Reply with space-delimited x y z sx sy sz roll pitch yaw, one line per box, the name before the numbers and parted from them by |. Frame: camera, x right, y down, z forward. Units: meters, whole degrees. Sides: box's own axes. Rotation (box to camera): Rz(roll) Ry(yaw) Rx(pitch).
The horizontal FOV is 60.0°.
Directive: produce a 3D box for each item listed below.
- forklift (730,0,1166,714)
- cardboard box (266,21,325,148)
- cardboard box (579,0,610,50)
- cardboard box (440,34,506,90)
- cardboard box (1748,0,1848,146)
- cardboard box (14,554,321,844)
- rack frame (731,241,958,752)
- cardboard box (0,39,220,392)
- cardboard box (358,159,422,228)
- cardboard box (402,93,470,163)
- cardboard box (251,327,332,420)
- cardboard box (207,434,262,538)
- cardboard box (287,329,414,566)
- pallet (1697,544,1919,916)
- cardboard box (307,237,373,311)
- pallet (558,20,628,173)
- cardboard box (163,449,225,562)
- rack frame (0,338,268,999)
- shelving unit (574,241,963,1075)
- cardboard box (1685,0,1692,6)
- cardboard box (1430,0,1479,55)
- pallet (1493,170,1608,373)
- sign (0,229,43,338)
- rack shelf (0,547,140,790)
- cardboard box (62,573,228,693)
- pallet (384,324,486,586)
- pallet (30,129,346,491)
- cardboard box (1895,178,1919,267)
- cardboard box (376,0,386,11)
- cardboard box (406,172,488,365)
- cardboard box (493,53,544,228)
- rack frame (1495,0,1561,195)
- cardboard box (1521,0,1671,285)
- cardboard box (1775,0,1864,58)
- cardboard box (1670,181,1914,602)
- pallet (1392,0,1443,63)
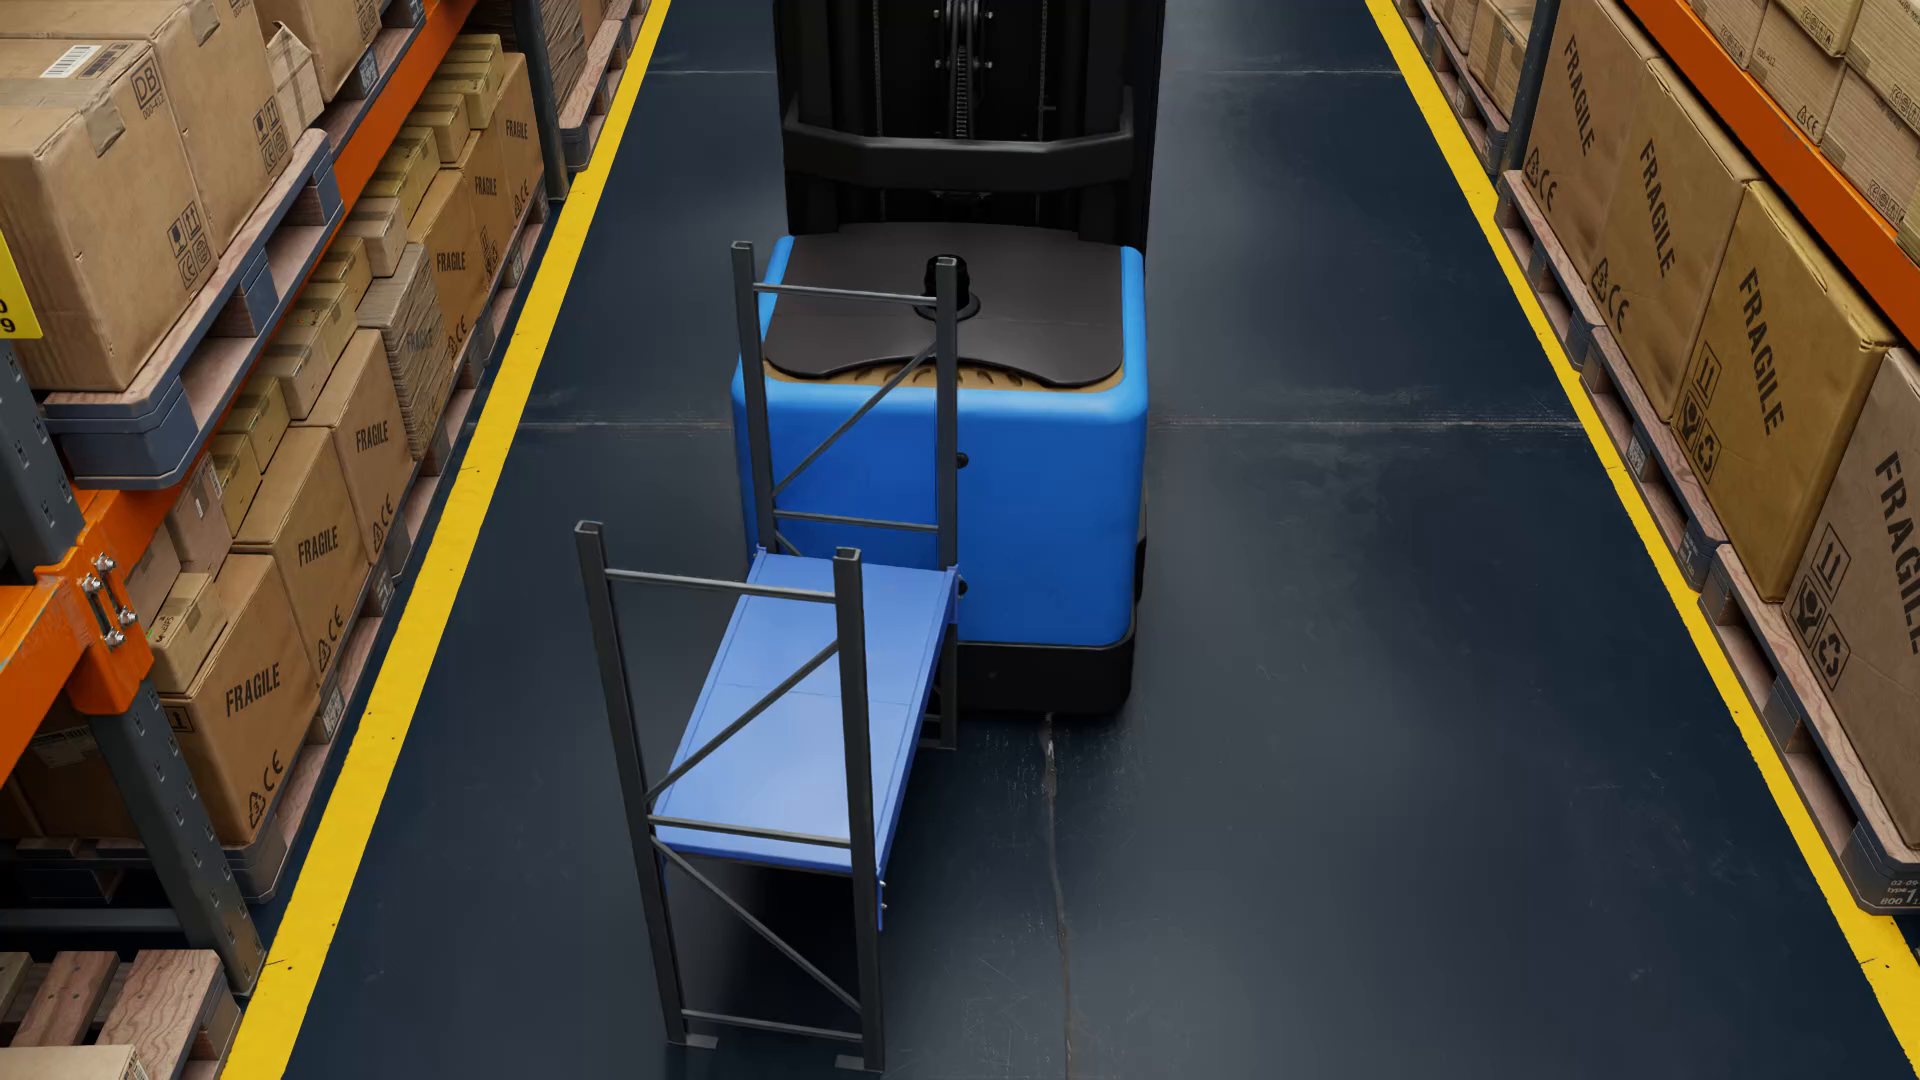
forklift | 0.040 -1.573 4.869 1.130 2.935 3.031 2 39 3
cardboard box | -1.783 -1.112 4.010 0.396 0.266 0.258 2 39 2
cardboard box | -2.166 -2.669 7.744 0.875 0.625 0.625 1 39 1
cardboard box | -1.916 -1.766 6.199 0.380 0.149 0.250 -2 39 -2
cardboard box | 2.560 -1.316 4.614 0.500 0.250 0.500 0 39 0
cardboard box | -1.941 0.378 4.043 0.500 0.500 0.500 2 39 2
rack frame | -0.255 -0.042 4.104 0.500 1.500 0.032 6 39 7
cardboard box | -1.942 -0.637 3.230 0.700 0.500 0.500 1 39 1
cardboard box | -1.973 -1.109 5.380 0.380 0.149 0.250 -1 39 -1
cardboard box | -1.929 -1.430 5.780 0.380 0.149 0.250 -1 39 -2
cardboard box | -1.966 -0.459 4.568 0.380 0.149 0.250 0 39 0
cardboard box | -1.989 -0.131 4.159 0.380 0.149 0.250 -2 39 -2
cardboard box | -1.948 -0.267 4.848 0.500 0.500 0.500 -1 39 -1
pallet | 2.722 0.468 4.497 1.003 0.211 1.213 0 39 0
cardboard box | -1.993 -0.783 4.972 0.380 0.149 0.250 0 39 0
pallet | -2.132 -2.059 7.651 1.003 0.211 1.213 0 39 0
cardboard box | -1.948 -0.076 3.853 0.380 0.149 0.250 -2 39 -2
rack frame | -2.165 -0.131 3.015 1.000 3.000 0.127 0 39 0
shelving unit | -0.336 0.271 3.712 0.538 1.500 1.048 6 39 7
cardboard box | 2.561 -1.953 5.408 0.500 0.250 0.500 -1 39 -1
cardboard box | 2.794 -2.592 7.851 0.950 0.372 0.625 -1 39 -1
pallet | 2.719 -1.057 6.401 1.003 0.211 1.213 0 39 0
sign | -1.623 -0.474 2.751 0.100 0.325 0.005 0 39 0
rack shelf | -2.163 1.400 1.679 1.077 0.370 4.000 0 39 0
cardboard box | -1.900 0.203 3.743 0.380 0.149 0.250 2 39 2
pallet | -2.208 -0.317 5.476 1.003 0.211 1.213 0 39 0
pallet | -2.057 -0.556 3.699 1.003 0.211 1.213 0 39 0
cardboard box | 2.546 -0.678 3.817 0.500 0.250 0.500 -1 39 -1
cardboard box | -1.983 -1.816 4.699 0.797 0.503 0.637 -1 39 -1
cardboard box | -1.961 -0.917 5.658 0.500 0.500 0.500 2 39 2
cardboard box | -1.955 -1.557 6.457 0.500 0.500 0.500 1 39 1
rack frame | 2.794 -2.639 6.144 1.000 3.000 0.127 0 39 0
cardboard box | 2.711 -1.541 6.138 0.875 0.875 0.875 0 39 0
cardboard box | 2.522 -1.506 4.451 0.500 0.250 0.500 1 39 1
cardboard box | 2.709 -0.425 4.744 0.875 0.875 0.875 1 39 1
pallet | 2.796 -2.800 8.575 1.003 0.211 1.213 0 39 0
